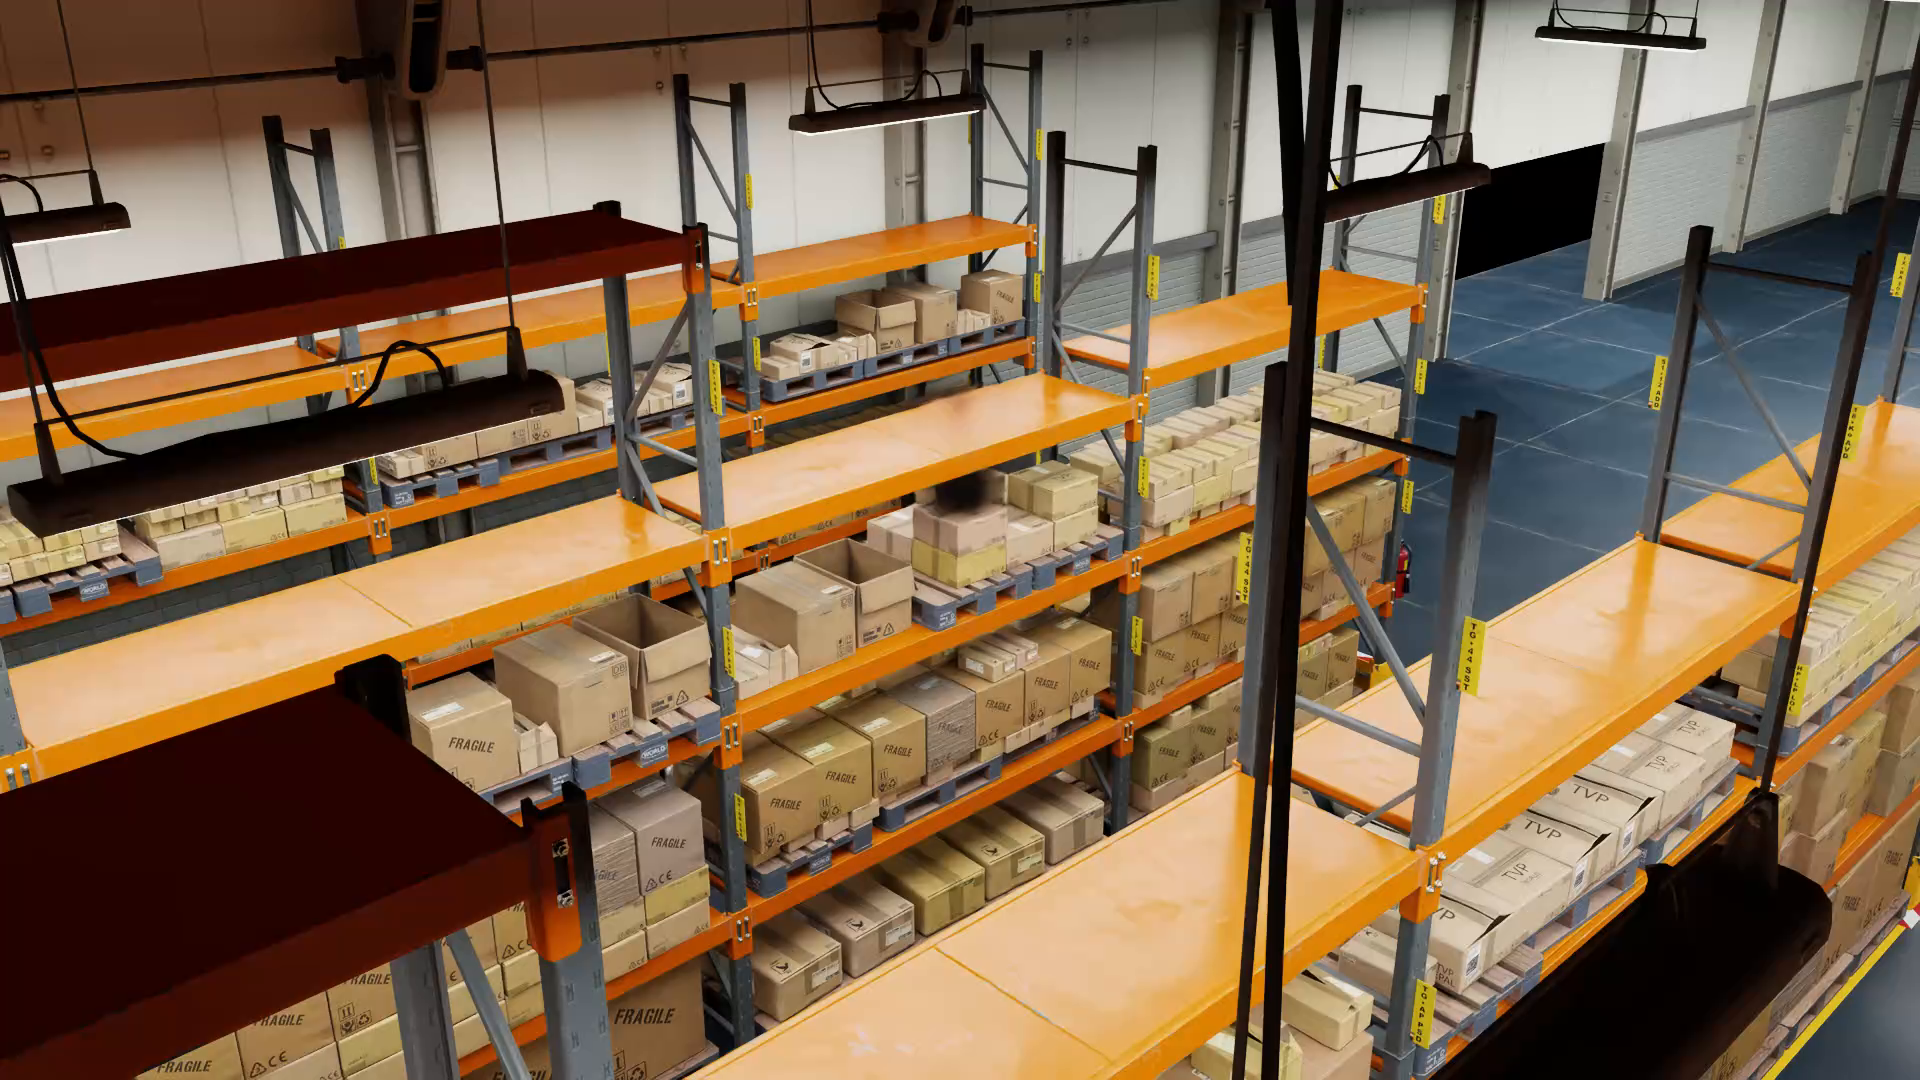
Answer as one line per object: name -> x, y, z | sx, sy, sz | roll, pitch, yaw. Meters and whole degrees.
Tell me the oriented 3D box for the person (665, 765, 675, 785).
person -> -2.197, 2.135, 13.604 | 0.516, 1.590, 0.874 | 19, 29, 38
